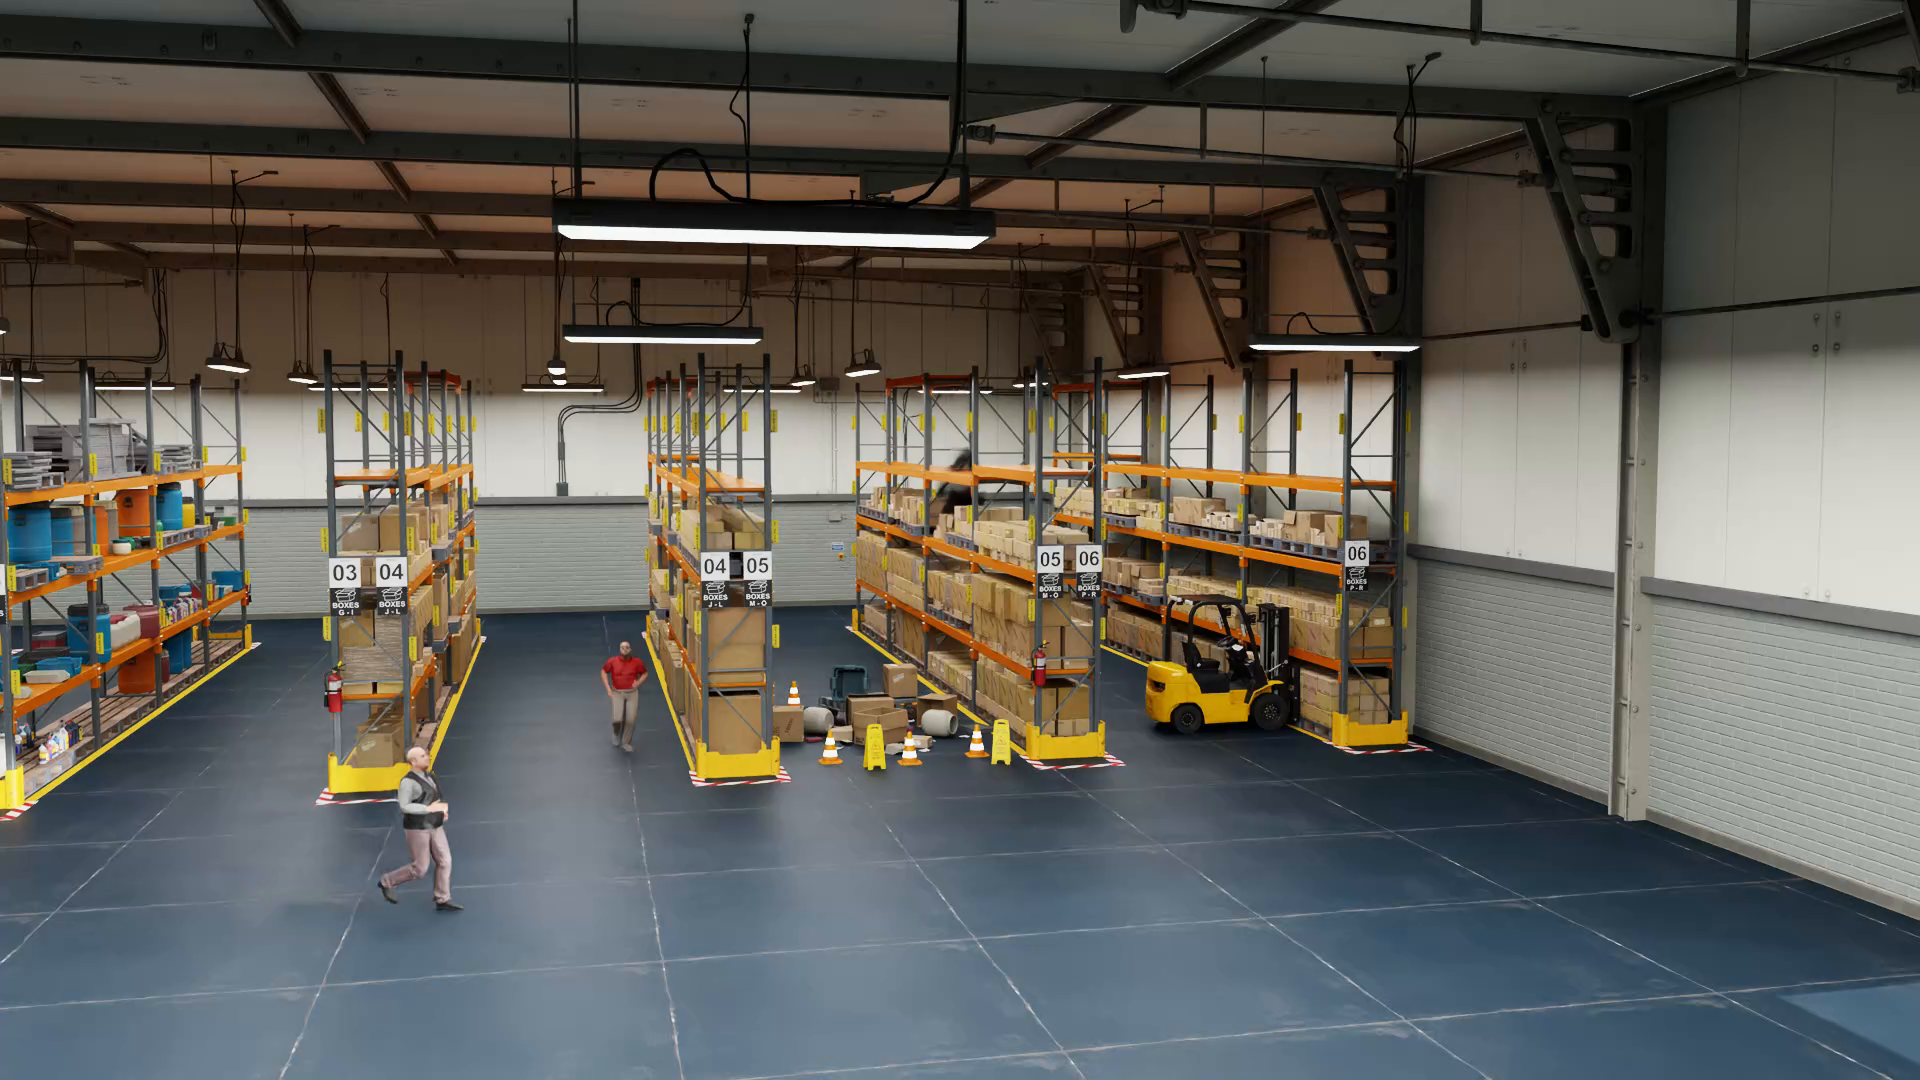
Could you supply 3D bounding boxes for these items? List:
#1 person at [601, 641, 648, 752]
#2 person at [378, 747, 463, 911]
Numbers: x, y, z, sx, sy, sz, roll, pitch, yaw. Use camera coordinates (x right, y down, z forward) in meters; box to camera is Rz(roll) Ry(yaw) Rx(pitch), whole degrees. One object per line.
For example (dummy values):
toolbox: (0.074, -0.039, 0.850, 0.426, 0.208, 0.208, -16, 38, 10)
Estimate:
person: (-5.101, 2.395, 25.343, 0.710, 1.689, 0.563, -1, 4, -12)
person: (-5.516, 2.967, 17.064, 0.841, 1.696, 0.671, 1, 4, 11)
